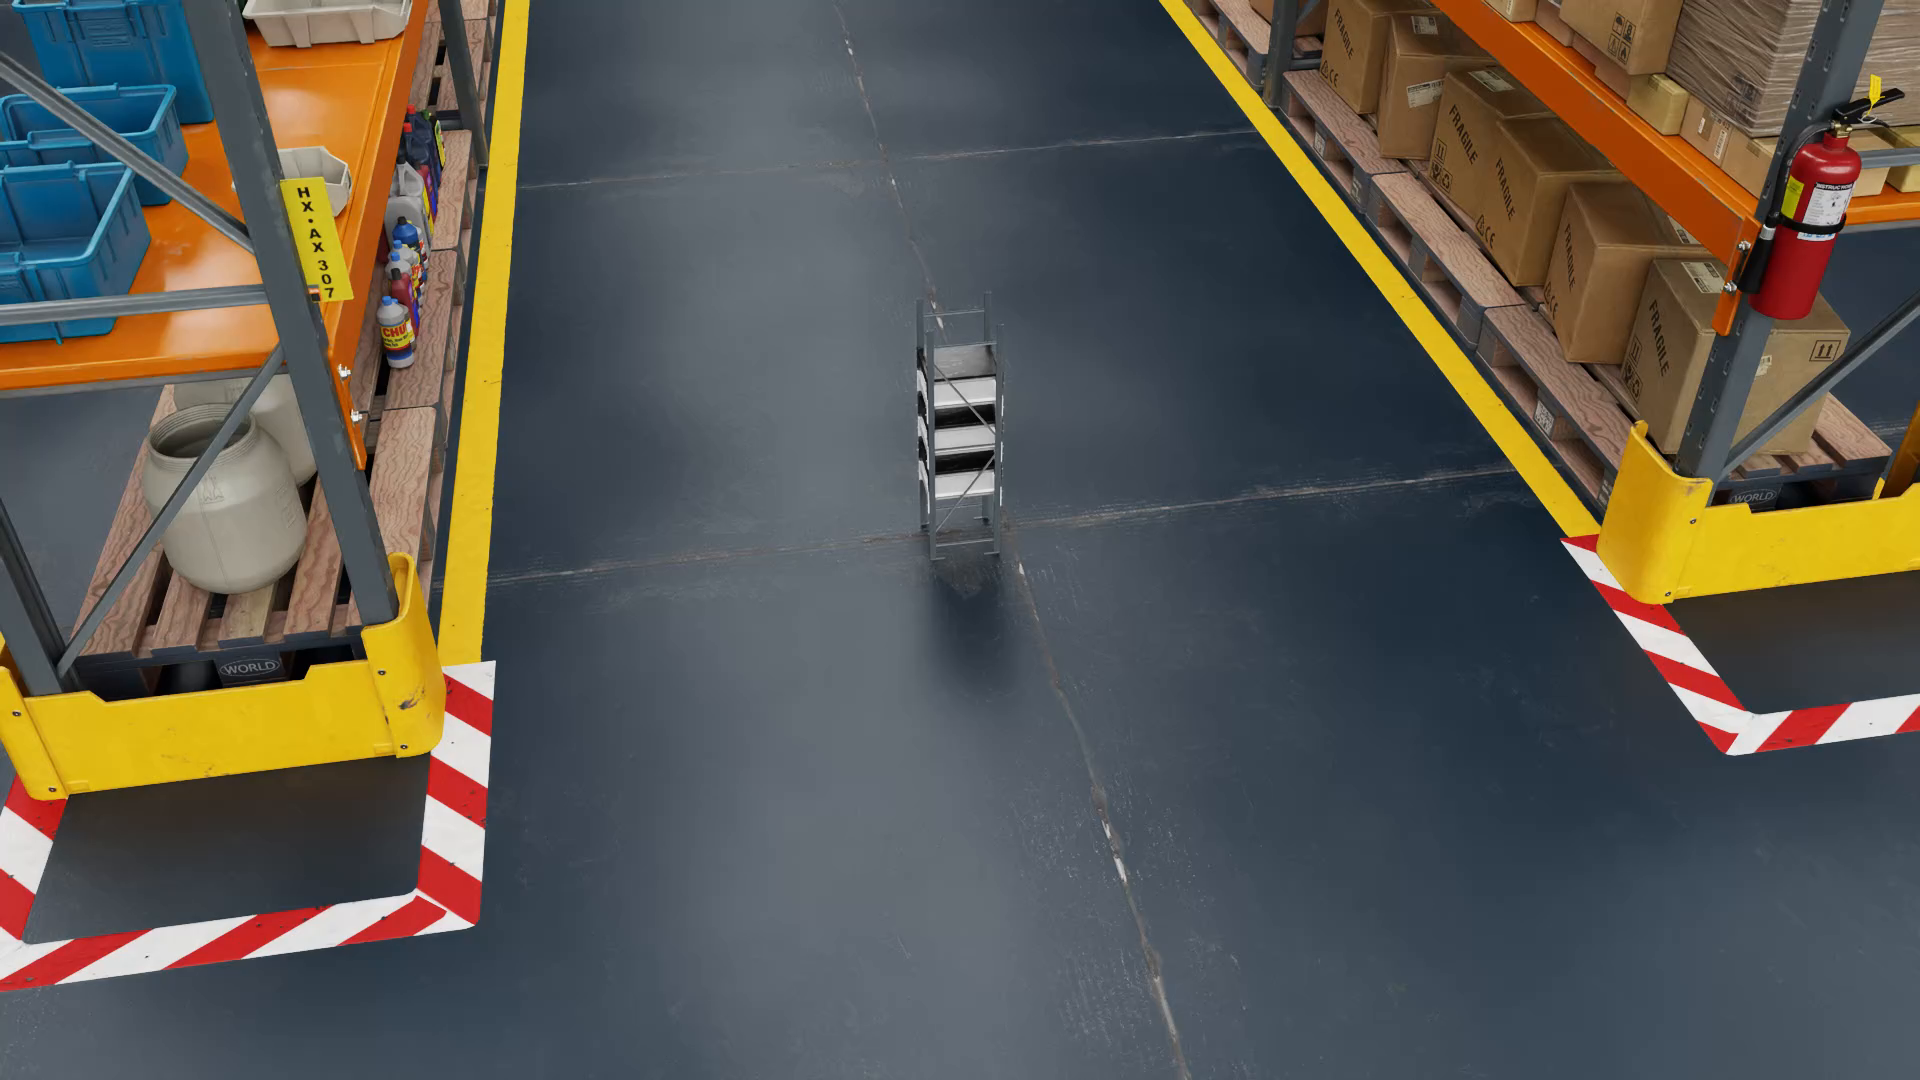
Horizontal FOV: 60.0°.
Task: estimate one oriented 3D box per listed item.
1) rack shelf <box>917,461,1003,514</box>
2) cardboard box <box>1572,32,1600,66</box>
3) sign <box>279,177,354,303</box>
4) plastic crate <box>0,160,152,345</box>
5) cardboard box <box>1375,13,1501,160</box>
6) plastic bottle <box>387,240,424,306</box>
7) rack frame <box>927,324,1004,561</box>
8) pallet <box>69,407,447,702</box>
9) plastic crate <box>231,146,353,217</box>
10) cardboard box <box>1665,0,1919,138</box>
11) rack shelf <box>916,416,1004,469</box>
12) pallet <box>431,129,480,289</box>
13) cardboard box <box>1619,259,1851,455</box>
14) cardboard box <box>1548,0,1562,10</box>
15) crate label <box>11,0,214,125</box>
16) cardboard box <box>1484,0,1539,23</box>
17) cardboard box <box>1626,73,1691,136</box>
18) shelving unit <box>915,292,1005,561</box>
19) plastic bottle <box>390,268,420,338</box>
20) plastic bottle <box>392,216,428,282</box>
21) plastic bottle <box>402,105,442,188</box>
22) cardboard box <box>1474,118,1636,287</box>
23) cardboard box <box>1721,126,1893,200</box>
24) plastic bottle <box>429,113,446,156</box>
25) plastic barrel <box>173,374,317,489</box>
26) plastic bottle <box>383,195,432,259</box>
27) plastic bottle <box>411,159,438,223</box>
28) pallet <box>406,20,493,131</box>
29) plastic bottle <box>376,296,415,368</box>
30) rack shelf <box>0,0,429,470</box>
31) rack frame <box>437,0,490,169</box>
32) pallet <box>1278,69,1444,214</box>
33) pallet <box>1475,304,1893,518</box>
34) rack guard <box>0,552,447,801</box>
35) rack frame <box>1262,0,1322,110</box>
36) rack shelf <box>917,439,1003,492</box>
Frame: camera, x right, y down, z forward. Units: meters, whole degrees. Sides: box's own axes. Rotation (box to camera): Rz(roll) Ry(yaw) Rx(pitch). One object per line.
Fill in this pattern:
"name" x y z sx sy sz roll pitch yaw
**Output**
"rack shelf" -0.001 -0.192 5.611 0.258 0.077 0.200 -6 38 -8
"cardboard box" 2.364 -1.742 5.753 0.380 0.149 0.250 -6 38 -8
"sign" -1.548 -0.720 4.006 0.100 0.325 0.005 -6 38 -8
"plastic crate" -2.472 -0.766 4.412 0.499 0.251 0.616 -6 38 -8
"cardboard box" 2.224 -2.091 7.691 0.500 0.500 0.500 5 38 7
"plastic bottle" -2.179 -1.047 6.518 0.097 0.271 0.097 0 38 0
"rack frame" 0.016 -0.299 5.401 0.240 0.900 0.006 -6 38 -8
"pallet" -2.287 0.015 5.559 1.003 0.211 1.213 -6 38 -8
"plastic crate" -1.930 -1.025 4.840 0.298 0.136 0.250 -6 38 -8
"cardboard box" 2.717 -1.579 5.014 0.875 0.500 0.500 -6 38 -8
"rack shelf" -0.001 -0.334 5.501 0.258 0.077 0.200 -6 38 -8
"pallet" -2.715 -1.459 7.456 1.003 0.211 1.213 -6 38 -8
"cardboard box" 2.693 -0.645 5.830 0.500 0.500 0.500 0 38 1
"cardboard box" 2.466 -2.175 5.781 0.875 0.500 0.500 -6 38 -8
"crate label" -2.679 -1.651 5.401 0.502 0.435 0.616 -6 38 -8
"cardboard box" 2.167 -2.032 6.126 0.380 0.149 0.250 -6 38 -8
"cardboard box" 2.395 -1.434 5.356 0.380 0.149 0.250 -6 38 -8
"shelving unit" -0.001 -0.360 5.480 0.258 0.900 0.210 -6 38 -8
"plastic bottle" -2.123 -0.923 6.348 0.061 0.283 0.133 -6 38 -7
"plastic bottle" -2.214 -1.169 6.675 0.097 0.271 0.097 0 38 0
"plastic bottle" -2.395 -1.740 7.345 0.144 0.351 0.185 -7 38 -9
"cardboard box" 2.464 -1.382 6.779 0.500 0.500 0.500 -3 38 -4
"cardboard box" 2.533 -1.138 4.974 0.380 0.149 0.250 -6 38 -8
"plastic bottle" -2.421 -1.853 7.613 0.097 0.201 0.097 0 38 0
"plastic barrel" -2.369 -0.430 5.544 0.421 0.512 0.421 0 38 0
"plastic bottle" -2.280 -1.301 6.841 0.152 0.276 0.135 -6 38 -7
"plastic bottle" -2.291 -1.504 7.096 0.061 0.283 0.133 -4 38 -5
"pallet" -2.967 -2.339 8.589 1.003 0.211 1.213 -6 38 -8
"plastic bottle" -2.101 -0.779 6.173 0.097 0.271 0.097 0 38 0
"rack shelf" -2.441 -1.478 5.794 1.077 0.370 4.000 -6 38 -8
"rack frame" -2.791 -2.970 7.128 1.000 3.000 0.127 -6 38 -8
"pallet" 2.237 -2.000 8.152 1.003 0.211 1.213 -6 38 -8
"pallet" 2.665 -0.526 6.255 1.003 0.211 1.213 -6 38 -8
"rack guard" -2.150 0.392 4.838 1.175 0.500 0.348 -6 38 -8
"rack frame" 2.085 -3.503 7.814 1.000 3.000 0.127 -6 38 -8
"rack shelf" -0.001 -0.263 5.556 0.258 0.077 0.200 -6 38 -8
